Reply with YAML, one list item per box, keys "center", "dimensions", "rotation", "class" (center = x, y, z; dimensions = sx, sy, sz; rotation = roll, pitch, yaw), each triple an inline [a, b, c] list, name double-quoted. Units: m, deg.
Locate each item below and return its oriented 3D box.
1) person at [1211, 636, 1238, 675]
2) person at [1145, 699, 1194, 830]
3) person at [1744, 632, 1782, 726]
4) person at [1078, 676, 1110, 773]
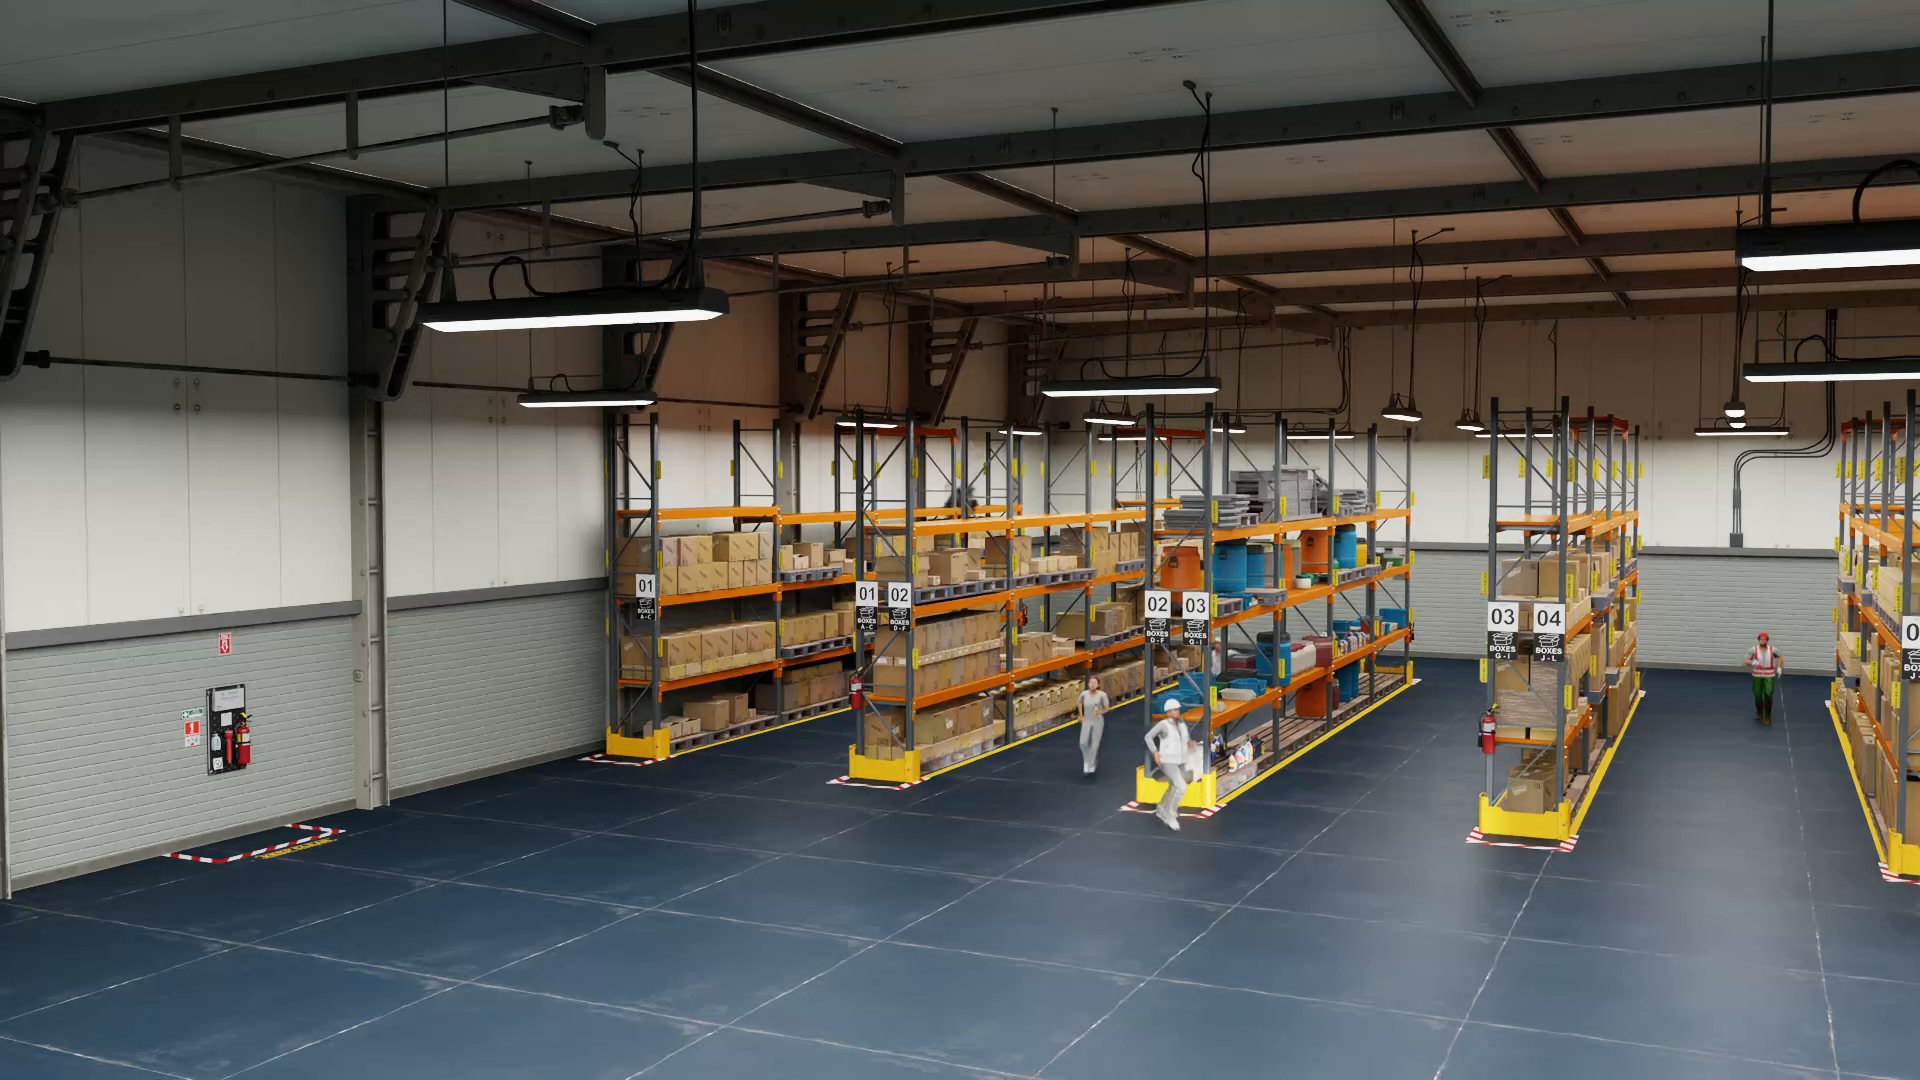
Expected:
- center: [5.097, 2.741, 32.373]
  dimensions: [0.696, 1.747, 0.809]
  rotation: [1, 3, 22]
  class: "person"
- center: [2.992, 3.141, 23.314]
  dimensions: [0.628, 1.815, 0.732]
  rotation: [-2, 3, -42]
  class: "person"
- center: [15.787, 2.733, 32.709]
  dimensions: [0.665, 1.852, 0.775]
  rotation: [1, 3, 28]
  class: "person"
- center: [2.174, 3.025, 27.207]
  dimensions: [0.560, 1.627, 0.660]
  rotation: [1, 2, 13]
  class: "person"
